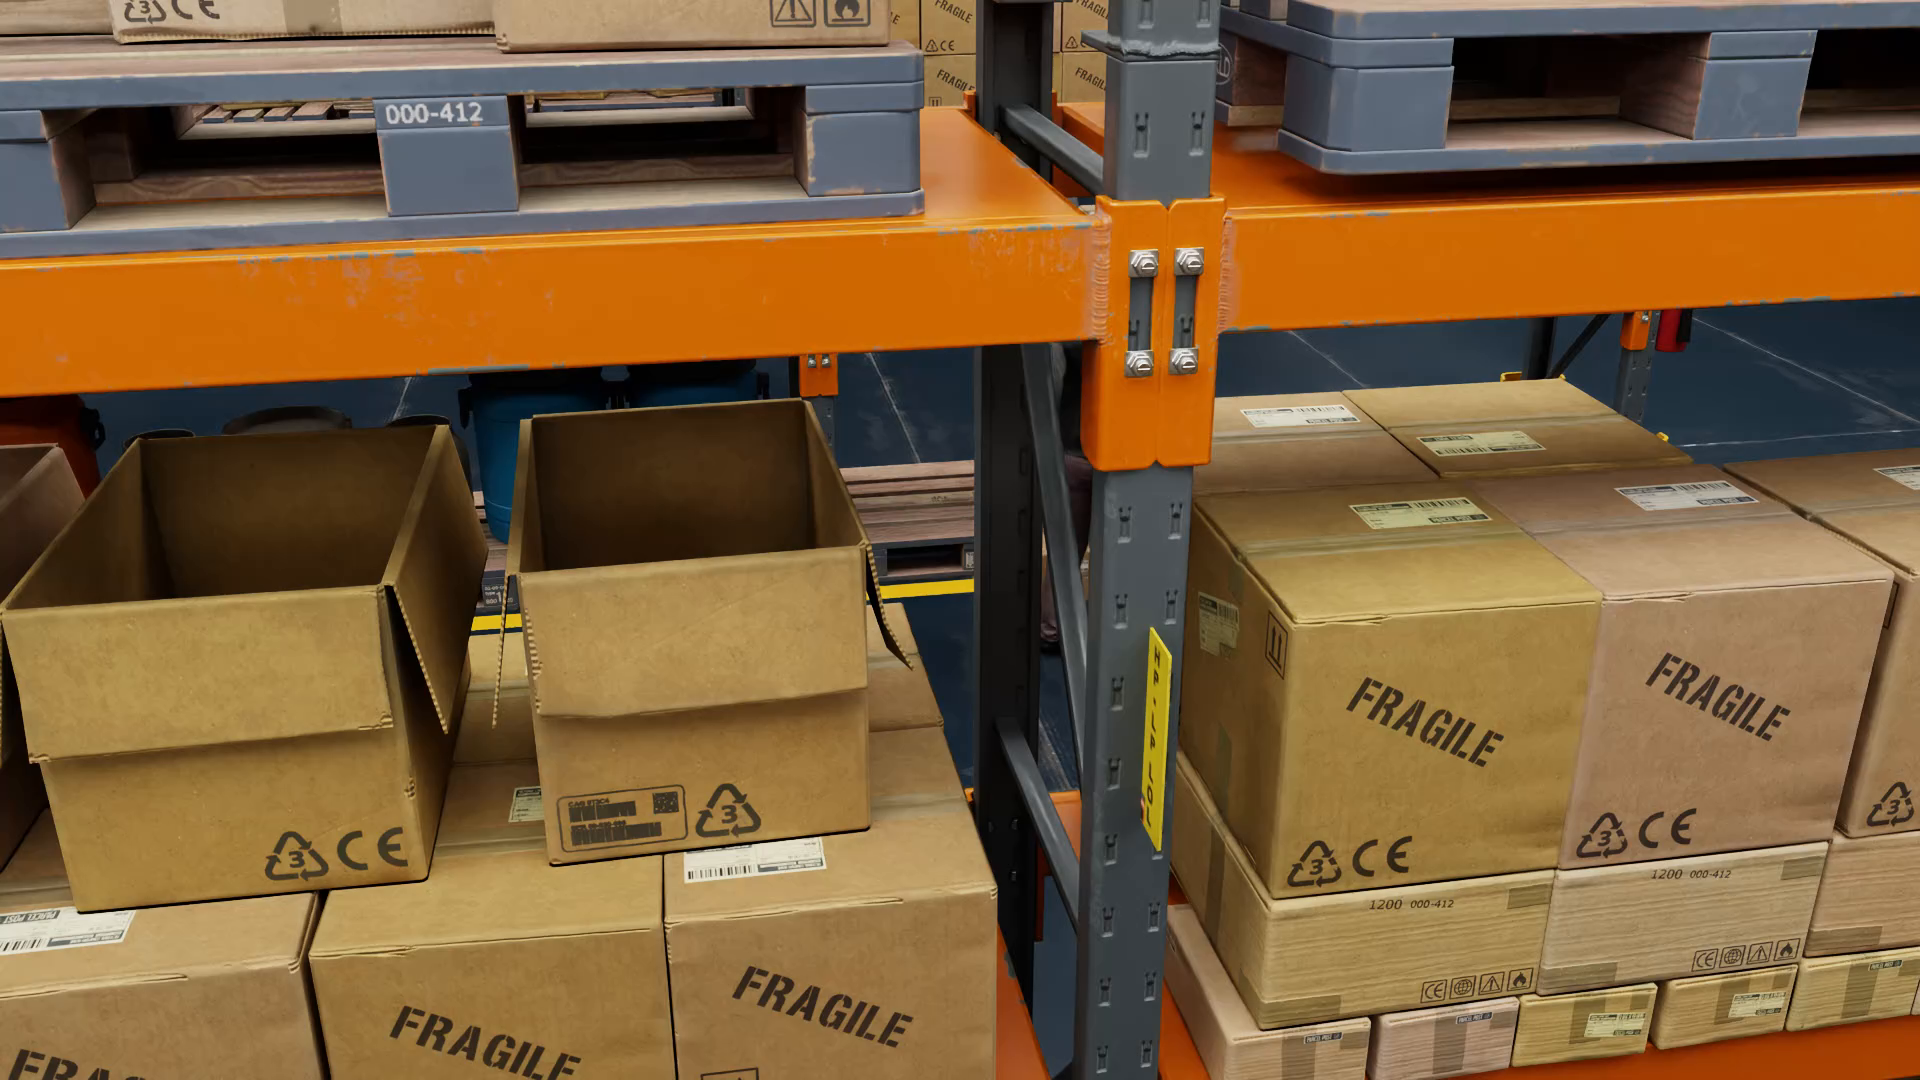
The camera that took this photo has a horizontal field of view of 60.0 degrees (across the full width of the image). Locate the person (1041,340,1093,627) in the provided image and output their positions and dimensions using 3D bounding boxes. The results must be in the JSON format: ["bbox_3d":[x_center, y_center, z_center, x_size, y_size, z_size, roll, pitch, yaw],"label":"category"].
[{"bbox_3d":[0.544,-0.404,7.053,0.607,1.738,0.505,-2,23,-4],"label":"person"}]
